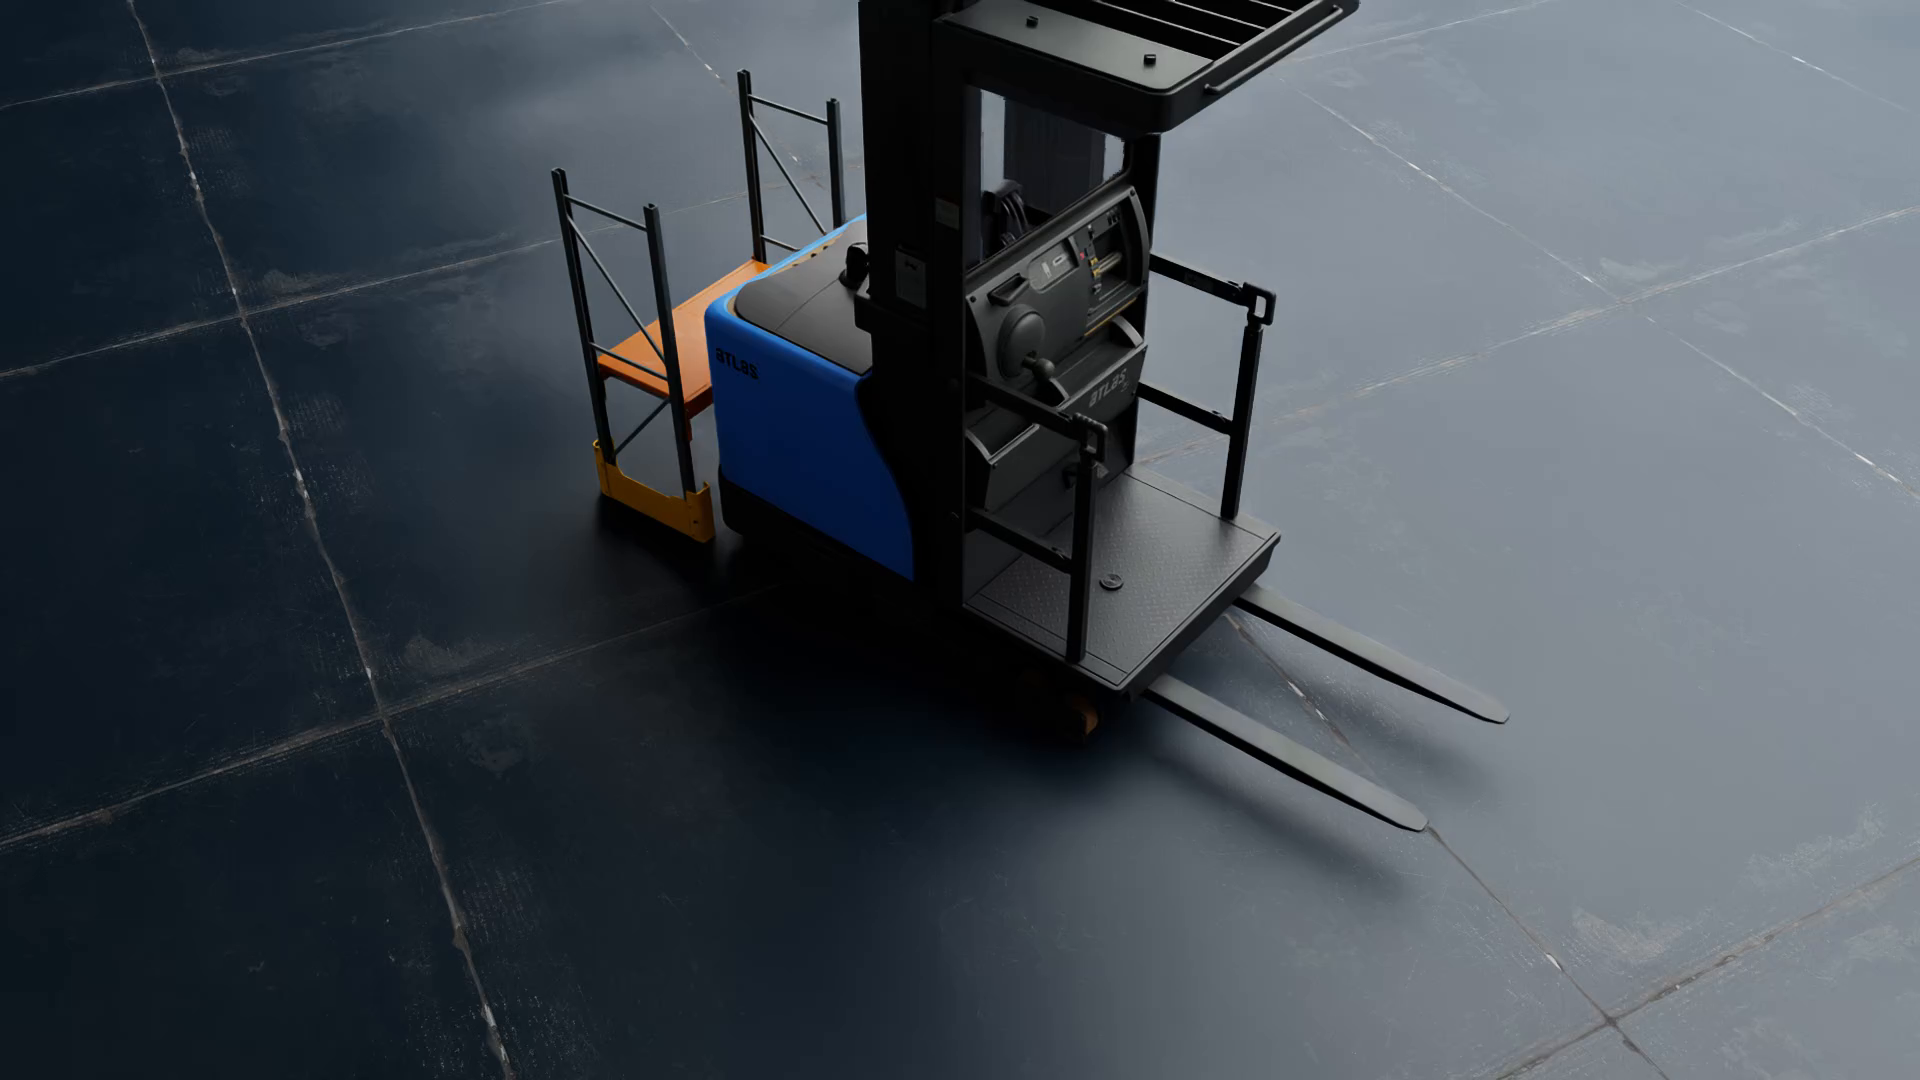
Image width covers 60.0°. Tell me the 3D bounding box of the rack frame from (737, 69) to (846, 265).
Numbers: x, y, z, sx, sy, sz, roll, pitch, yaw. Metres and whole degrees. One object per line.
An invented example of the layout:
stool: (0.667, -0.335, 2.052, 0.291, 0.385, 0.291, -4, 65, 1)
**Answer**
rack frame: (-0.677, -1.214, 7.022, 0.500, 1.500, 0.032, 25, 46, 26)

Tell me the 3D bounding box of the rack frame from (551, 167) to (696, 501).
rack frame: (-1.265, -0.678, 6.389, 0.500, 1.500, 0.032, 25, 46, 26)

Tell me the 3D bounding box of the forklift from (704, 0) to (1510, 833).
forklift: (0.502, -0.799, 5.426, 3.031, 2.935, 1.130, 28, 47, 29)

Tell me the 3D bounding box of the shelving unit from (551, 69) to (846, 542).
shelving unit: (-0.965, -0.951, 6.711, 0.587, 1.500, 1.083, 25, 46, 26)

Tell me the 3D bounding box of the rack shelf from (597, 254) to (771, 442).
rack shelf: (-0.970, -0.809, 6.822, 0.538, 0.185, 1.000, 25, 46, 26)

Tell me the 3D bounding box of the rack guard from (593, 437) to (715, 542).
rack guard: (-1.252, -0.211, 6.805, 0.587, 0.250, 0.087, 25, 46, 26)
